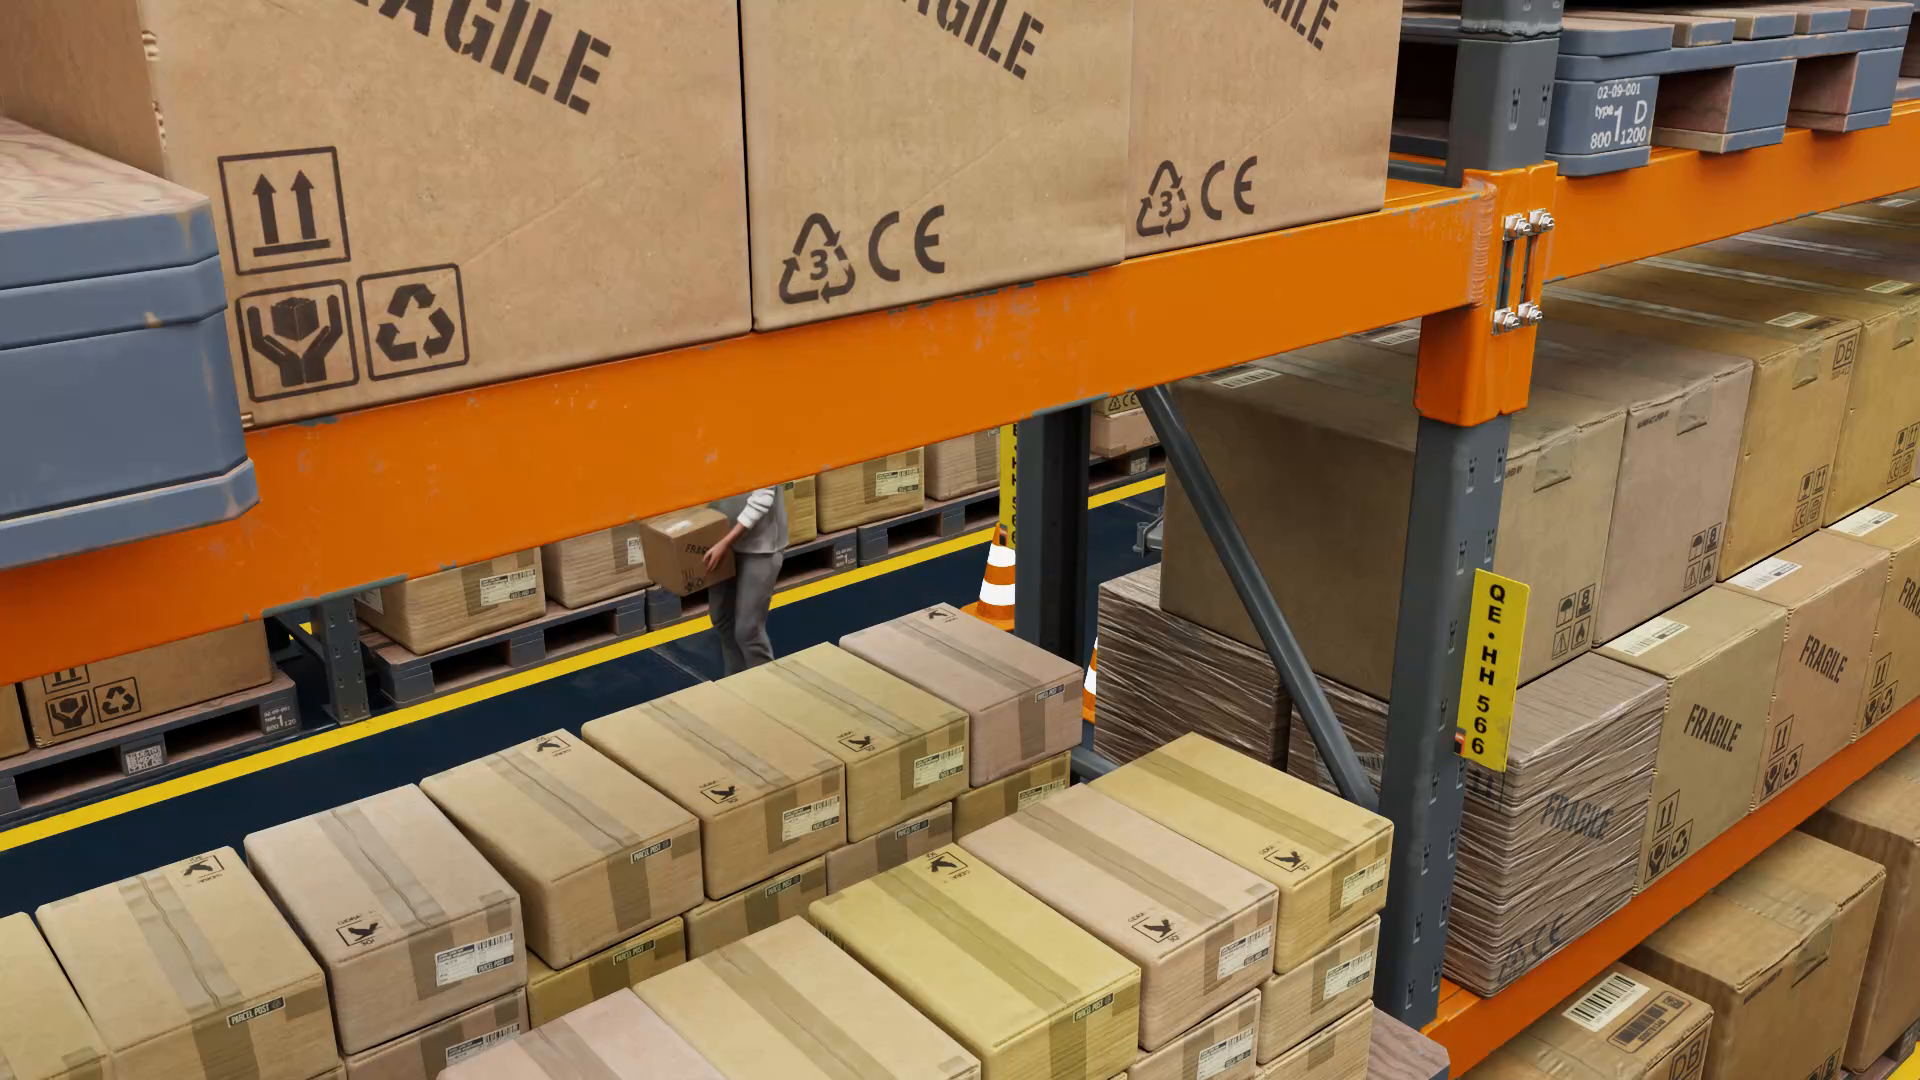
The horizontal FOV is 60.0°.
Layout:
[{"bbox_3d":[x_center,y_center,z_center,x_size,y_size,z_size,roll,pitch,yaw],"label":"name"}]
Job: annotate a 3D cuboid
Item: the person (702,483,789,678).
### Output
[{"bbox_3d":[-0.892,0.032,6.502,0.436,1.603,0.443,-18,27,-38],"label":"person"}]
